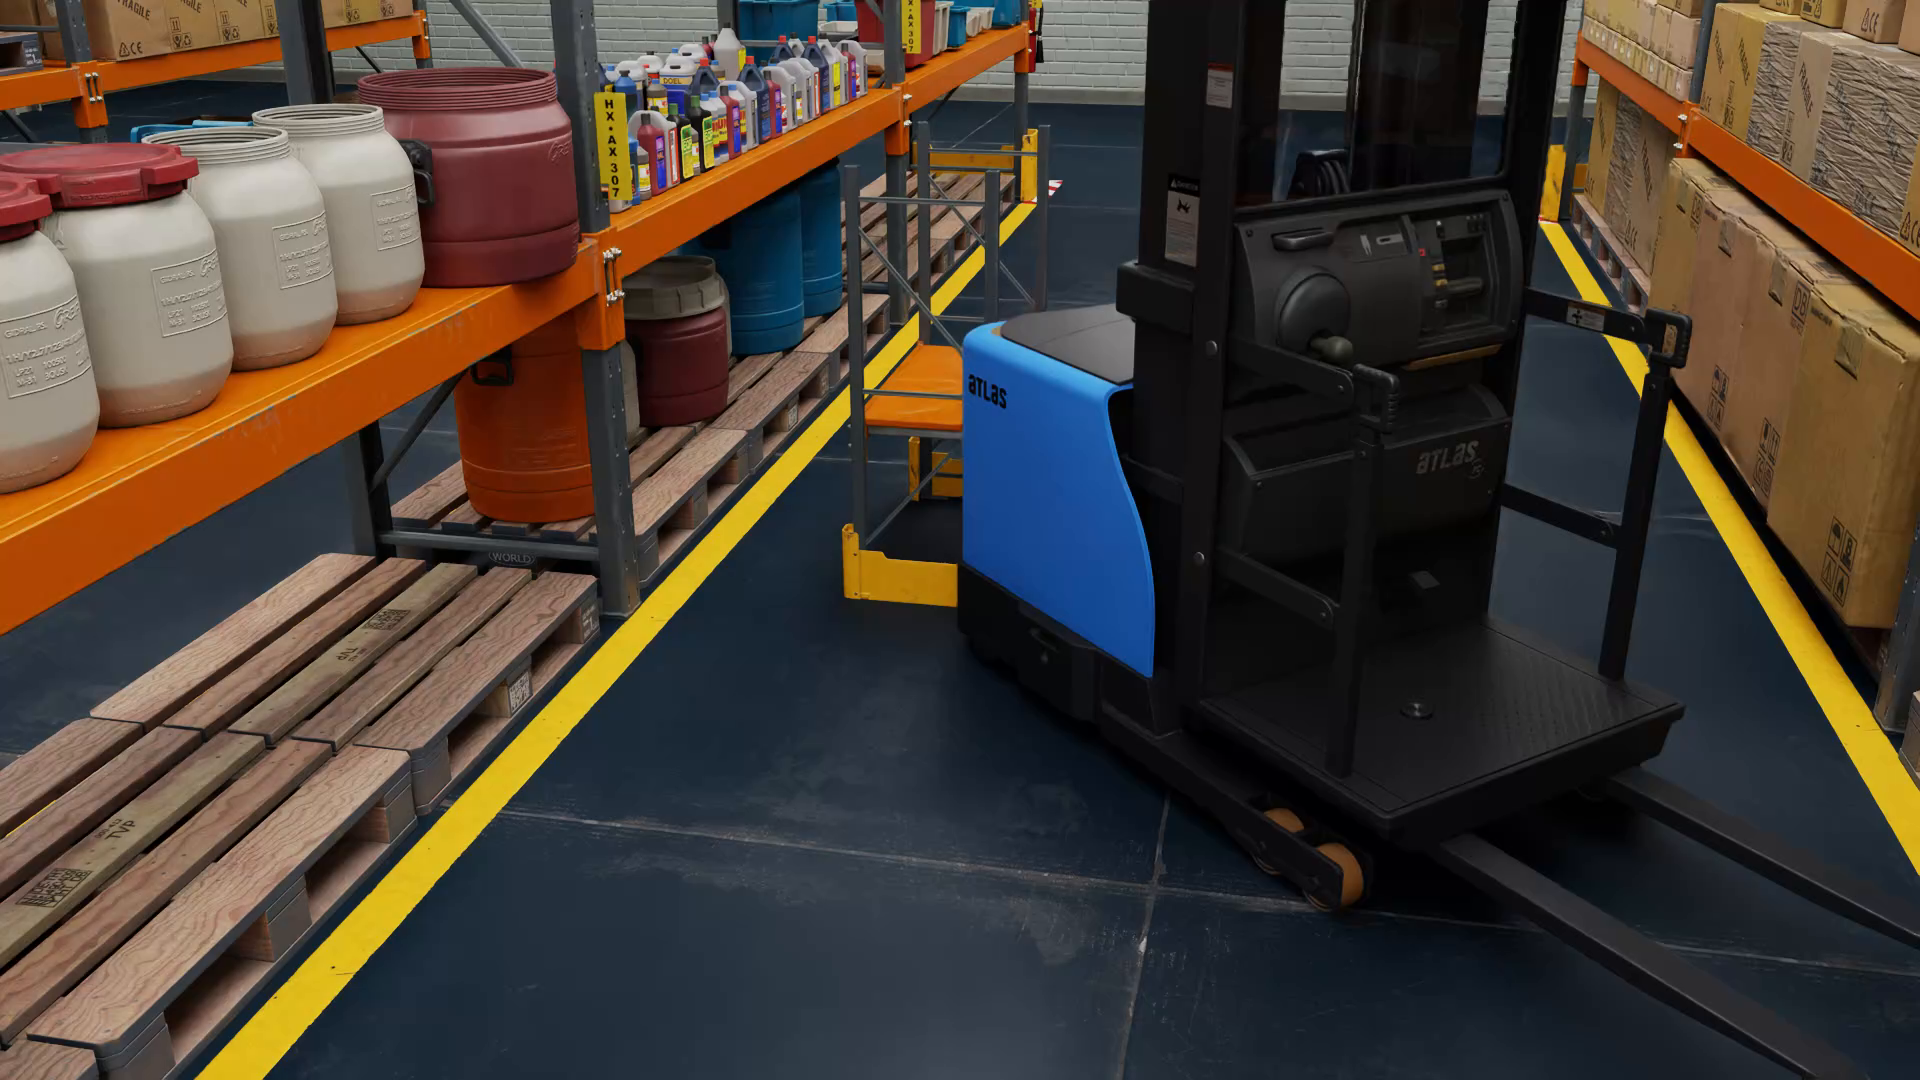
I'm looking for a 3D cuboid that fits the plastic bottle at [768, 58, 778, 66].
[{"bbox_3d":[-0.861,-2.097,7.717,0.097,0.271,0.097,0,22,0],"label":"plastic bottle"}]

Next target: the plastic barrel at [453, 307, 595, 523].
[{"bbox_3d":[-1.527,-0.546,6.037,0.600,0.830,0.708,4,22,11],"label":"plastic barrel"}]

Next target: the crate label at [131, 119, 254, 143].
[{"bbox_3d":[-2.078,-0.851,4.405,0.502,0.435,0.616,4,22,11],"label":"crate label"}]

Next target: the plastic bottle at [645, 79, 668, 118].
[{"bbox_3d":[-1.372,-1.982,7.526,0.097,0.201,0.097,0,22,0],"label":"plastic bottle"}]

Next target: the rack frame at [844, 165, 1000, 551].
[{"bbox_3d":[-0.121,-0.479,5.534,0.500,1.500,0.032,4,22,11],"label":"rack frame"}]

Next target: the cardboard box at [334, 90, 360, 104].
[{"bbox_3d":[-4.696,-3.309,13.313,0.500,0.500,0.500,4,22,11],"label":"cardboard box"}]

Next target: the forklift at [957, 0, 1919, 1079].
[{"bbox_3d":[1.190,-0.646,4.033,1.130,2.935,3.031,-13,25,-29],"label":"forklift"}]

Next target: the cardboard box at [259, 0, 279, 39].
[{"bbox_3d":[-4.964,-3.788,11.610,0.500,0.500,0.500,4,22,10],"label":"cardboard box"}]

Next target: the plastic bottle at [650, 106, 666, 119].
[{"bbox_3d":[-1.120,-1.466,6.150,0.097,0.271,0.097,0,22,0],"label":"plastic bottle"}]

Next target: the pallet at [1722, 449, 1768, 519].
[{"bbox_3d":[3.724,-0.234,6.652,1.003,0.211,1.213,4,22,11],"label":"pallet"}]

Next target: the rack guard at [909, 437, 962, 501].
[{"bbox_3d":[0.086,-0.270,6.690,0.587,0.250,0.087,4,22,11],"label":"rack guard"}]

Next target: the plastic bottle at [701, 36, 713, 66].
[{"bbox_3d":[-1.314,-2.436,8.543,0.061,0.283,0.133,4,22,11],"label":"plastic bottle"}]

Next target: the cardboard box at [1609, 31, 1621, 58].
[{"bbox_3d":[4.215,-3.034,10.209,0.380,0.149,0.250,4,22,10],"label":"cardboard box"}]

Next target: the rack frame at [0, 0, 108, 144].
[{"bbox_3d":[-5.643,-3.020,9.836,1.000,3.000,0.127,4,22,11],"label":"rack frame"}]

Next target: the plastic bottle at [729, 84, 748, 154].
[{"bbox_3d":[-0.919,-1.714,6.767,0.097,0.271,0.097,0,22,0],"label":"plastic bottle"}]

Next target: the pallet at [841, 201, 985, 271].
[{"bbox_3d":[-0.435,-2.067,11.202,1.003,0.211,1.213,4,22,11],"label":"pallet"}]

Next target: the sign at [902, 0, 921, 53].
[{"bbox_3d":[-0.256,-2.726,8.737,0.100,0.325,0.005,4,22,11],"label":"sign"}]

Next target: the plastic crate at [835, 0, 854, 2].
[{"bbox_3d":[-0.619,-3.507,11.190,0.416,0.233,0.300,4,22,11],"label":"plastic crate"}]

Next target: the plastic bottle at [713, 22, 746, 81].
[{"bbox_3d":[-1.192,-2.499,8.609,0.144,0.351,0.185,4,22,11],"label":"plastic bottle"}]

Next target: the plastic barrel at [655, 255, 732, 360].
[{"bbox_3d":[-1.269,-1.025,7.652,0.421,0.512,0.421,0,22,0],"label":"plastic barrel"}]

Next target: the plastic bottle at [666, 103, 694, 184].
[{"bbox_3d":[-1.039,-1.472,6.149,0.061,0.283,0.133,4,22,11],"label":"plastic bottle"}]

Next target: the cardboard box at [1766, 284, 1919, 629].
[{"bbox_3d":[3.400,-0.260,5.266,1.225,0.875,0.875,3,22,8],"label":"cardboard box"}]

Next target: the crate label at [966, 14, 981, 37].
[{"bbox_3d":[-0.073,-3.488,11.273,0.396,0.136,0.243,4,22,11],"label":"crate label"}]

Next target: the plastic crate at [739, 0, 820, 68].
[{"bbox_3d":[-1.033,-2.858,9.375,0.392,0.384,0.575,4,22,11],"label":"plastic crate"}]

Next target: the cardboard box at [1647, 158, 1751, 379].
[{"bbox_3d":[3.944,-1.237,7.691,1.225,0.875,0.875,5,22,11],"label":"cardboard box"}]

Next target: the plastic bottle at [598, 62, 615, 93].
[{"bbox_3d":[-1.574,-1.925,7.183,0.144,0.351,0.185,4,22,11],"label":"plastic bottle"}]

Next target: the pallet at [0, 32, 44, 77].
[{"bbox_3d":[-5.912,-2.647,9.167,1.003,0.211,1.213,4,22,11],"label":"pallet"}]

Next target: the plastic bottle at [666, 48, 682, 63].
[{"bbox_3d":[-1.387,-2.267,8.138,0.097,0.271,0.097,0,22,0],"label":"plastic bottle"}]

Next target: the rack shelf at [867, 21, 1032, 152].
[{"bbox_3d":[-0.386,-3.038,10.846,1.077,0.370,4.000,4,22,11],"label":"rack shelf"}]

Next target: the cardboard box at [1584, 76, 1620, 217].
[{"bbox_3d":[4.819,-2.695,11.312,0.875,0.875,0.875,4,22,11],"label":"cardboard box"}]

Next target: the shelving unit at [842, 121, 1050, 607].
[{"bbox_3d":[-0.016,-0.668,6.004,0.587,1.500,1.083,4,22,11],"label":"shelving unit"}]

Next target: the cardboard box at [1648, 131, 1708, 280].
[{"bbox_3d":[4.268,-1.708,8.860,0.875,0.875,0.875,4,22,11],"label":"cardboard box"}]

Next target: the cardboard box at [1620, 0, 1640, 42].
[{"bbox_3d":[4.202,-3.074,9.774,0.500,0.250,0.500,4,22,10],"label":"cardboard box"}]

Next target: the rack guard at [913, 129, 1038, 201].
[{"bbox_3d":[0.014,-2.954,13.019,1.175,0.500,0.348,4,22,11],"label":"rack guard"}]

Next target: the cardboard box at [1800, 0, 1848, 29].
[{"bbox_3d":[3.781,-2.290,6.549,0.797,0.503,0.637,5,22,12],"label":"cardboard box"}]

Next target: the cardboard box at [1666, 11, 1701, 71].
[{"bbox_3d":[3.888,-2.513,8.381,0.500,0.250,0.500,4,22,10],"label":"cardboard box"}]

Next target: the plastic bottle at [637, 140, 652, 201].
[{"bbox_3d":[-1.135,-1.295,5.820,0.097,0.201,0.097,0,22,0],"label":"plastic bottle"}]

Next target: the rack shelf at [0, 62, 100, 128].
[{"bbox_3d":[-6.051,-1.954,8.154,1.077,0.370,4.000,4,22,11],"label":"rack shelf"}]

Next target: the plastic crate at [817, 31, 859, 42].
[{"bbox_3d":[-0.829,-2.971,10.002,0.437,0.125,0.590,4,22,11],"label":"plastic crate"}]

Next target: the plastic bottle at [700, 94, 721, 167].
[{"bbox_3d":[-0.986,-1.594,6.469,0.097,0.271,0.097,0,22,0],"label":"plastic bottle"}]

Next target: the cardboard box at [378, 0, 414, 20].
[{"bbox_3d":[-4.651,-4.344,12.991,0.500,0.500,0.500,5,23,13],"label":"cardboard box"}]

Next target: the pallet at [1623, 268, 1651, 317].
[{"bbox_3d":[4.286,-1.242,9.154,1.003,0.211,1.213,4,22,11],"label":"pallet"}]

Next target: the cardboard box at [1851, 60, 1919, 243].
[{"bbox_3d":[3.204,-1.228,5.253,0.500,0.500,0.500,4,22,10],"label":"cardboard box"}]

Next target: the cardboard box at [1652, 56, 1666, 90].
[{"bbox_3d":[3.901,-2.471,8.810,0.380,0.149,0.250,4,22,10],"label":"cardboard box"}]

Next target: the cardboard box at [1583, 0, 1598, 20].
[{"bbox_3d":[4.509,-3.639,11.178,0.500,0.250,0.500,4,22,9],"label":"cardboard box"}]

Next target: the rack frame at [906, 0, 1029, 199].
[{"bbox_3d":[0.022,-4.104,12.527,1.000,3.000,0.127,4,22,11],"label":"rack frame"}]

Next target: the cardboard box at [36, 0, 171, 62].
[{"bbox_3d":[-5.272,-3.232,10.229,0.500,0.500,0.500,5,22,12],"label":"cardboard box"}]

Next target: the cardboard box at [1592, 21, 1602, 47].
[{"bbox_3d":[4.372,-3.317,10.911,0.380,0.149,0.250,4,22,10],"label":"cardboard box"}]

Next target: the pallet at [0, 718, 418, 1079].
[{"bbox_3d":[-2.058,0.841,3.983,1.003,0.211,1.213,4,22,11],"label":"pallet"}]

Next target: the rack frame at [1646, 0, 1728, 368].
[{"bbox_3d":[4.055,-2.263,7.958,1.000,3.000,0.127,4,22,11],"label":"rack frame"}]

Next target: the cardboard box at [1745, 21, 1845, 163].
[{"bbox_3d":[3.512,-1.793,6.657,0.500,0.500,0.500,4,22,10],"label":"cardboard box"}]

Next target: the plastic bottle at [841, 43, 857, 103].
[{"bbox_3d":[-0.561,-2.330,8.279,0.061,0.283,0.133,4,22,11],"label":"plastic bottle"}]

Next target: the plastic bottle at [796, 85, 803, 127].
[{"bbox_3d":[-0.760,-1.968,7.491,0.097,0.201,0.097,0,22,0],"label":"plastic bottle"}]

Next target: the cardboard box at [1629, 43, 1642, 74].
[{"bbox_3d":[4.058,-2.753,9.510,0.380,0.149,0.250,4,22,10],"label":"cardboard box"}]

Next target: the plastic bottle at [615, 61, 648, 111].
[{"bbox_3d":[-1.498,-2.019,7.519,0.152,0.276,0.135,4,22,11],"label":"plastic bottle"}]

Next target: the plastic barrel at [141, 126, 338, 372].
[{"bbox_3d":[-1.697,-0.683,3.885,0.421,0.512,0.421,0,22,0],"label":"plastic barrel"}]

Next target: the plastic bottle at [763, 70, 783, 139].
[{"bbox_3d":[-0.813,-1.878,7.156,0.061,0.283,0.133,4,22,11],"label":"plastic bottle"}]

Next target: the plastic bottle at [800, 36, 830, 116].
[{"bbox_3d":[-0.699,-2.189,7.840,0.144,0.351,0.185,4,22,11],"label":"plastic bottle"}]

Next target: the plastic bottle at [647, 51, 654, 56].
[{"bbox_3d":[-1.468,-2.160,7.858,0.061,0.283,0.133,4,22,11],"label":"plastic bottle"}]

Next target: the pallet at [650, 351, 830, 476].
[{"bbox_3d":[-1.239,-0.621,7.612,1.003,0.211,1.213,4,22,11],"label":"pallet"}]
